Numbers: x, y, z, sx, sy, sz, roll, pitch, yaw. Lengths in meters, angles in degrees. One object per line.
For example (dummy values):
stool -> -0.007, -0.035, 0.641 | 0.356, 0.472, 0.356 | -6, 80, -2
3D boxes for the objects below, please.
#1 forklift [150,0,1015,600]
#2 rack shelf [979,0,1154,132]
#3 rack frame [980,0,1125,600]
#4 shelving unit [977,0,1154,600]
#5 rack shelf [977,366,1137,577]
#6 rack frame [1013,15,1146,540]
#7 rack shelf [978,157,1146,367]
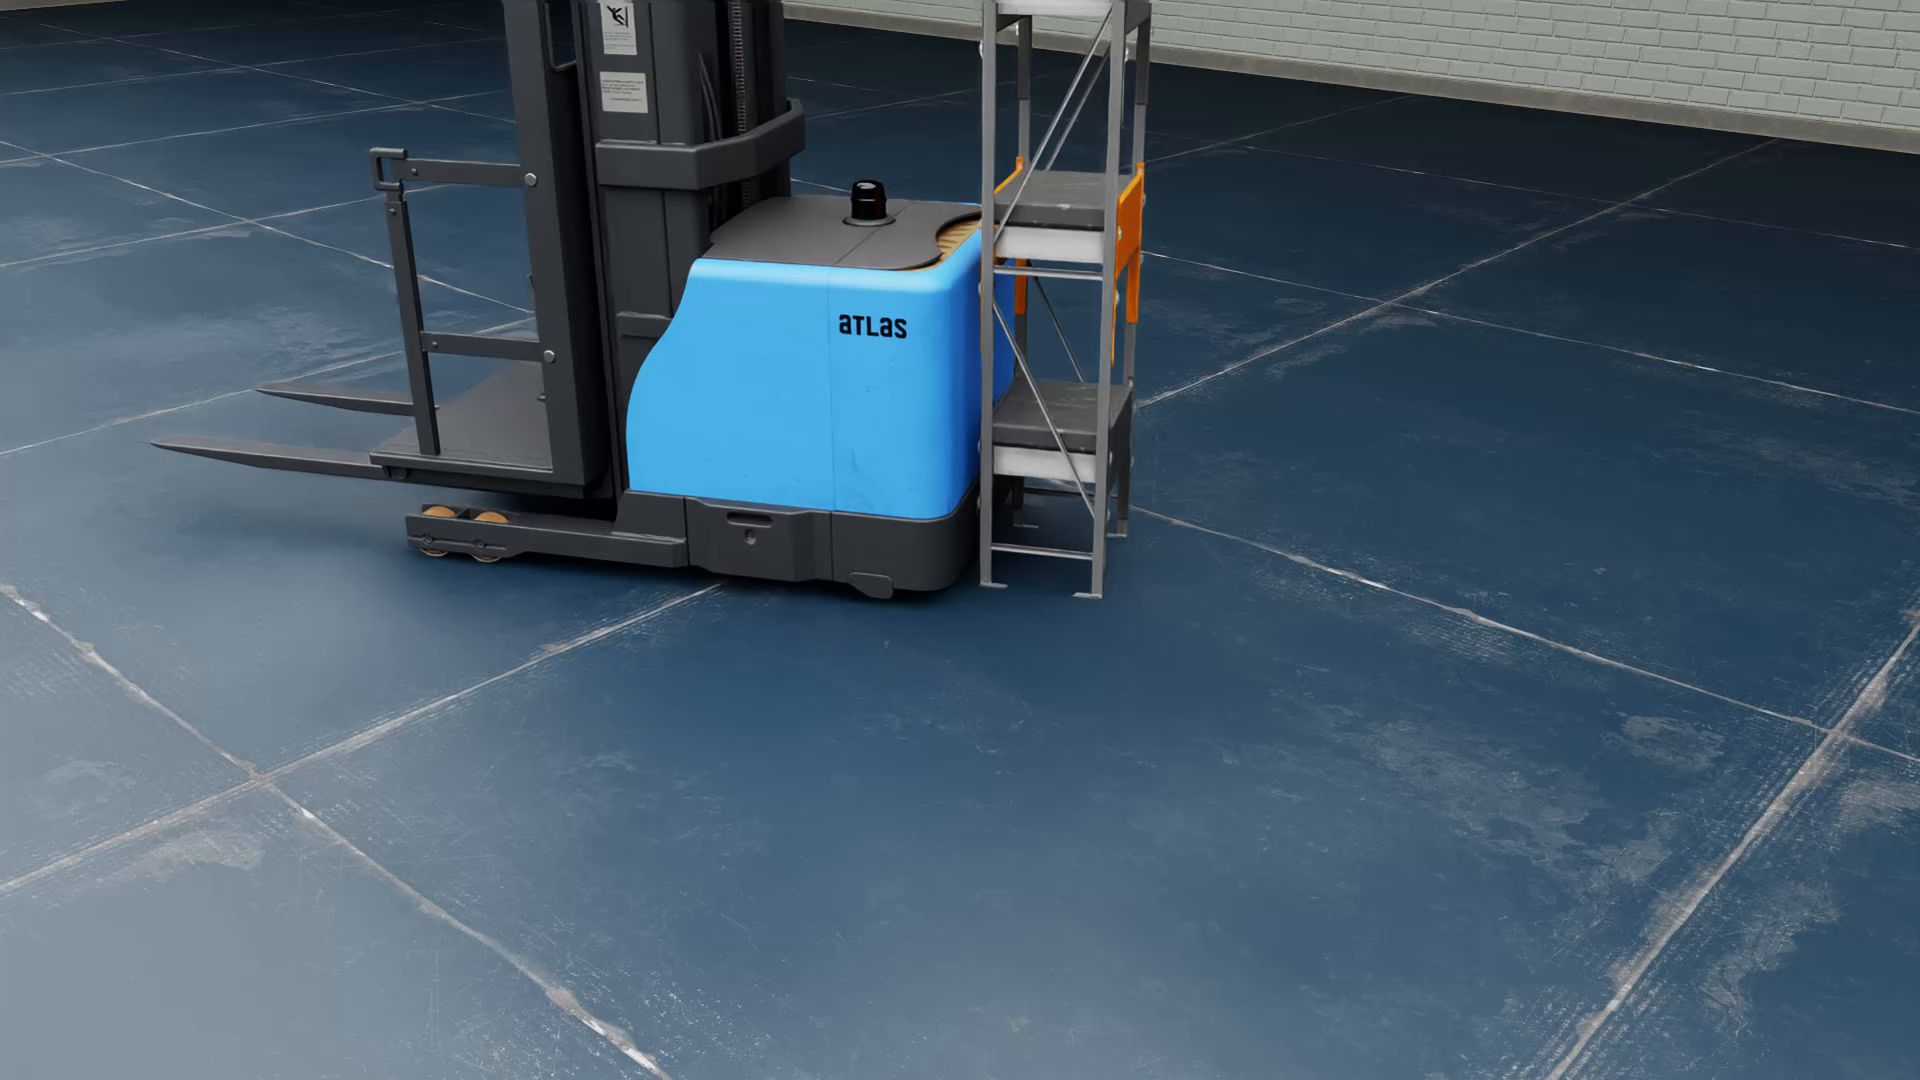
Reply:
forklift -> -1.372, -1.463, 5.430 | 3.031, 2.935, 1.130 | 6, 25, 13
rack shelf -> 0.322, -1.512, 4.878 | 0.431, 0.518, 0.480 | 6, 25, 13
rack frame -> 0.261, -0.789, 4.943 | 0.400, 2.100, 0.015 | 6, 25, 13
shelving unit -> 0.322, -0.885, 5.158 | 0.431, 2.100, 0.503 | 6, 25, 13
rack shelf -> 0.322, -0.234, 5.450 | 0.431, 0.518, 0.480 | 6, 25, 13
rack frame -> 0.382, -0.982, 5.374 | 0.400, 2.100, 0.015 | 6, 25, 13
rack shelf -> 0.322, -0.873, 5.164 | 0.431, 0.518, 0.480 | 6, 25, 13
